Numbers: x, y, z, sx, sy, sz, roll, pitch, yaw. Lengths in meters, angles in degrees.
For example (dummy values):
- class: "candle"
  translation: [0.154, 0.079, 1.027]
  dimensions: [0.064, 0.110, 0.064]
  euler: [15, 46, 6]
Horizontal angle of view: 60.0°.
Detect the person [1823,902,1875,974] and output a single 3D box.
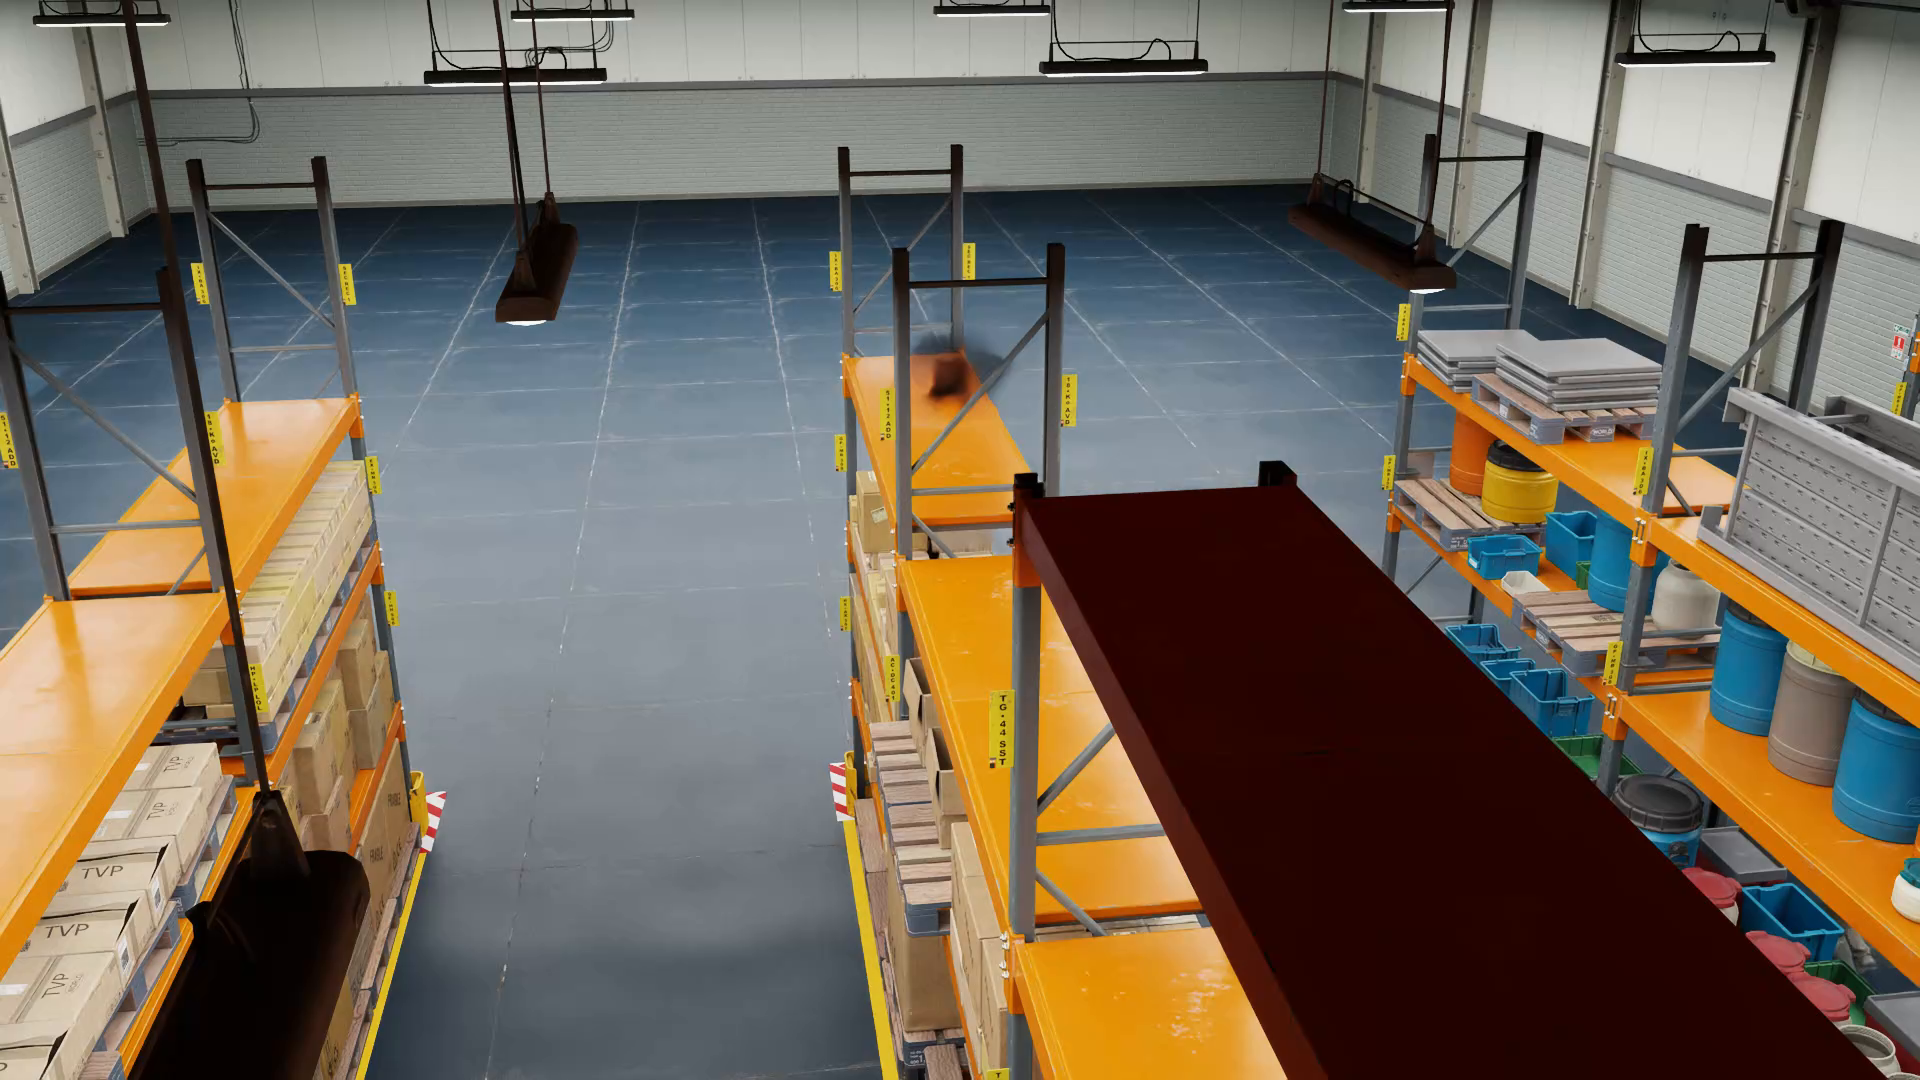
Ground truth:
- class: "person"
  translation: [6.817, 2.605, 12.693]
  dimensions: [0.574, 1.730, 0.570]
  euler: [-6, 22, -16]
